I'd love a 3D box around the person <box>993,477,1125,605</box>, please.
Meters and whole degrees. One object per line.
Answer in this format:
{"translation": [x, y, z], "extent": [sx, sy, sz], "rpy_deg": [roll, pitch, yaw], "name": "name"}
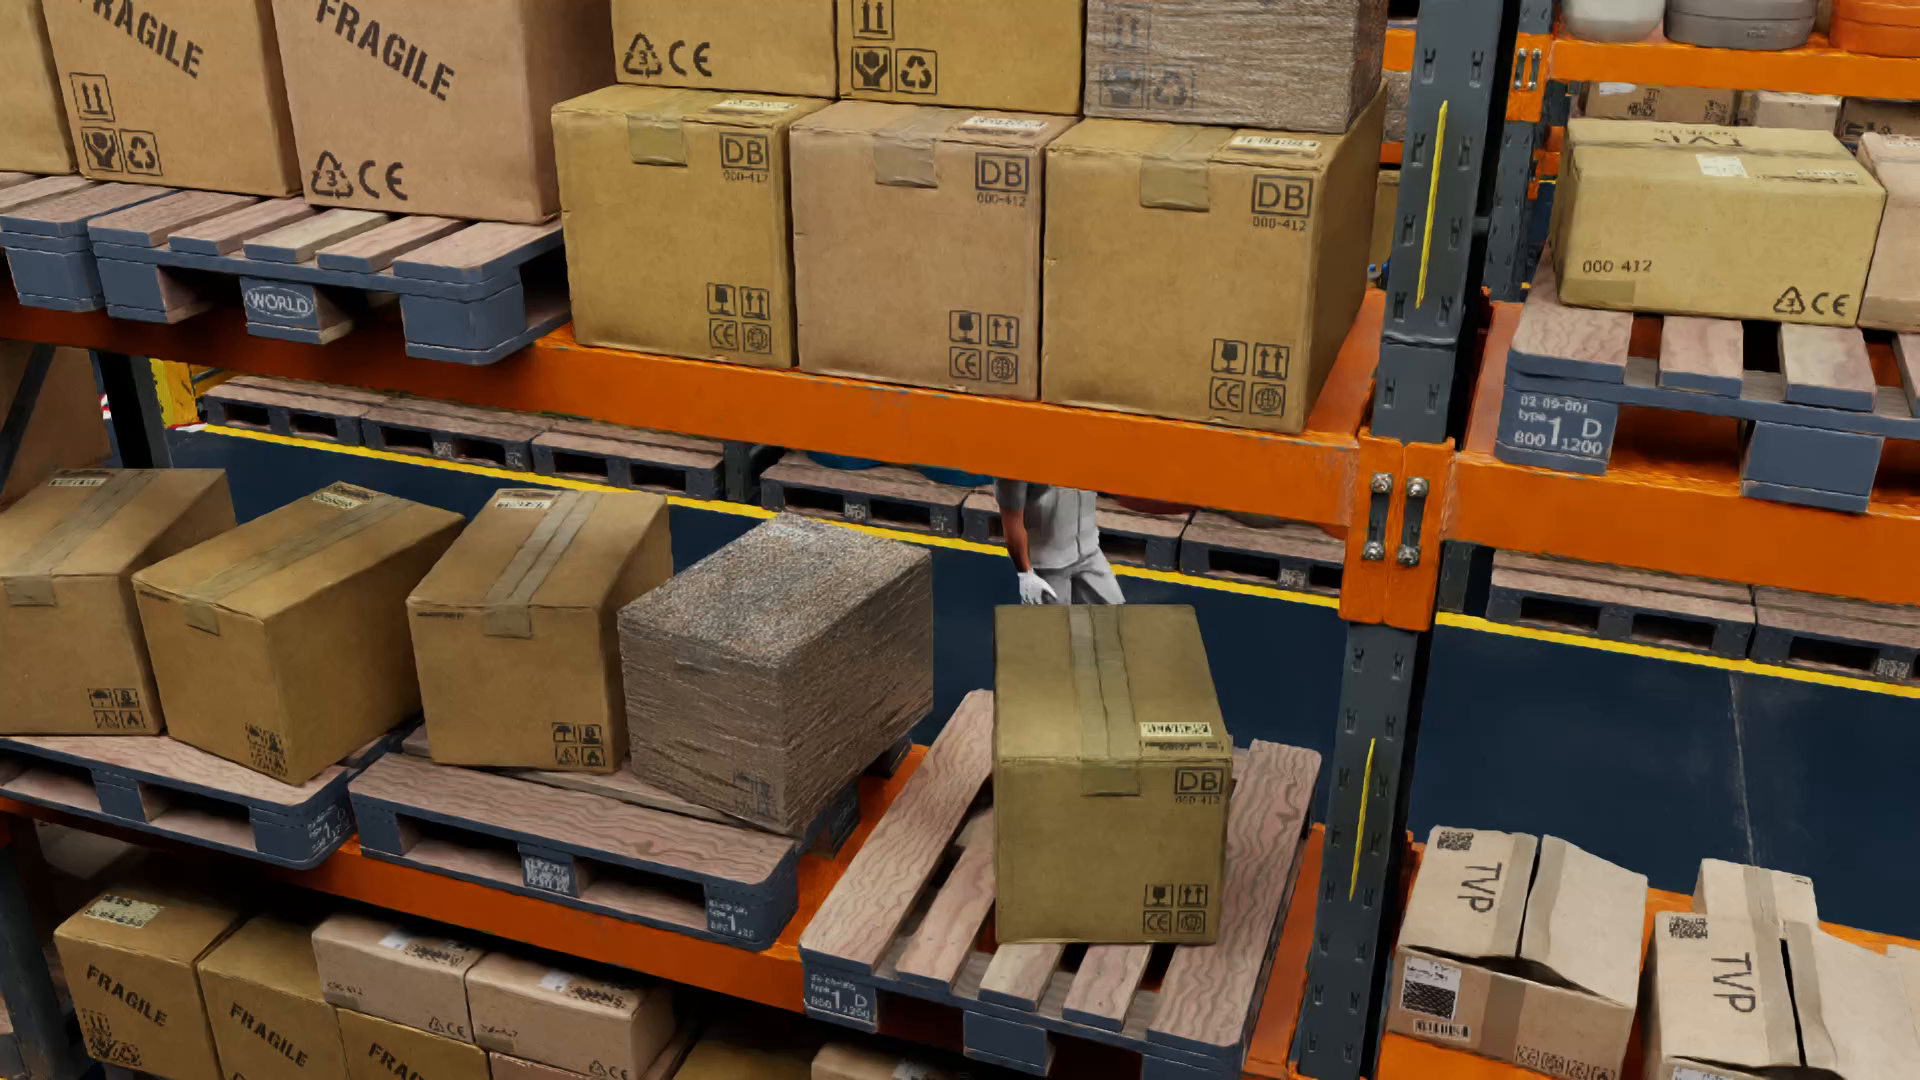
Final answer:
{"translation": [0.371, 0.074, 6.898], "extent": [0.565, 1.768, 0.501], "rpy_deg": [-22, 33, -38], "name": "person"}
